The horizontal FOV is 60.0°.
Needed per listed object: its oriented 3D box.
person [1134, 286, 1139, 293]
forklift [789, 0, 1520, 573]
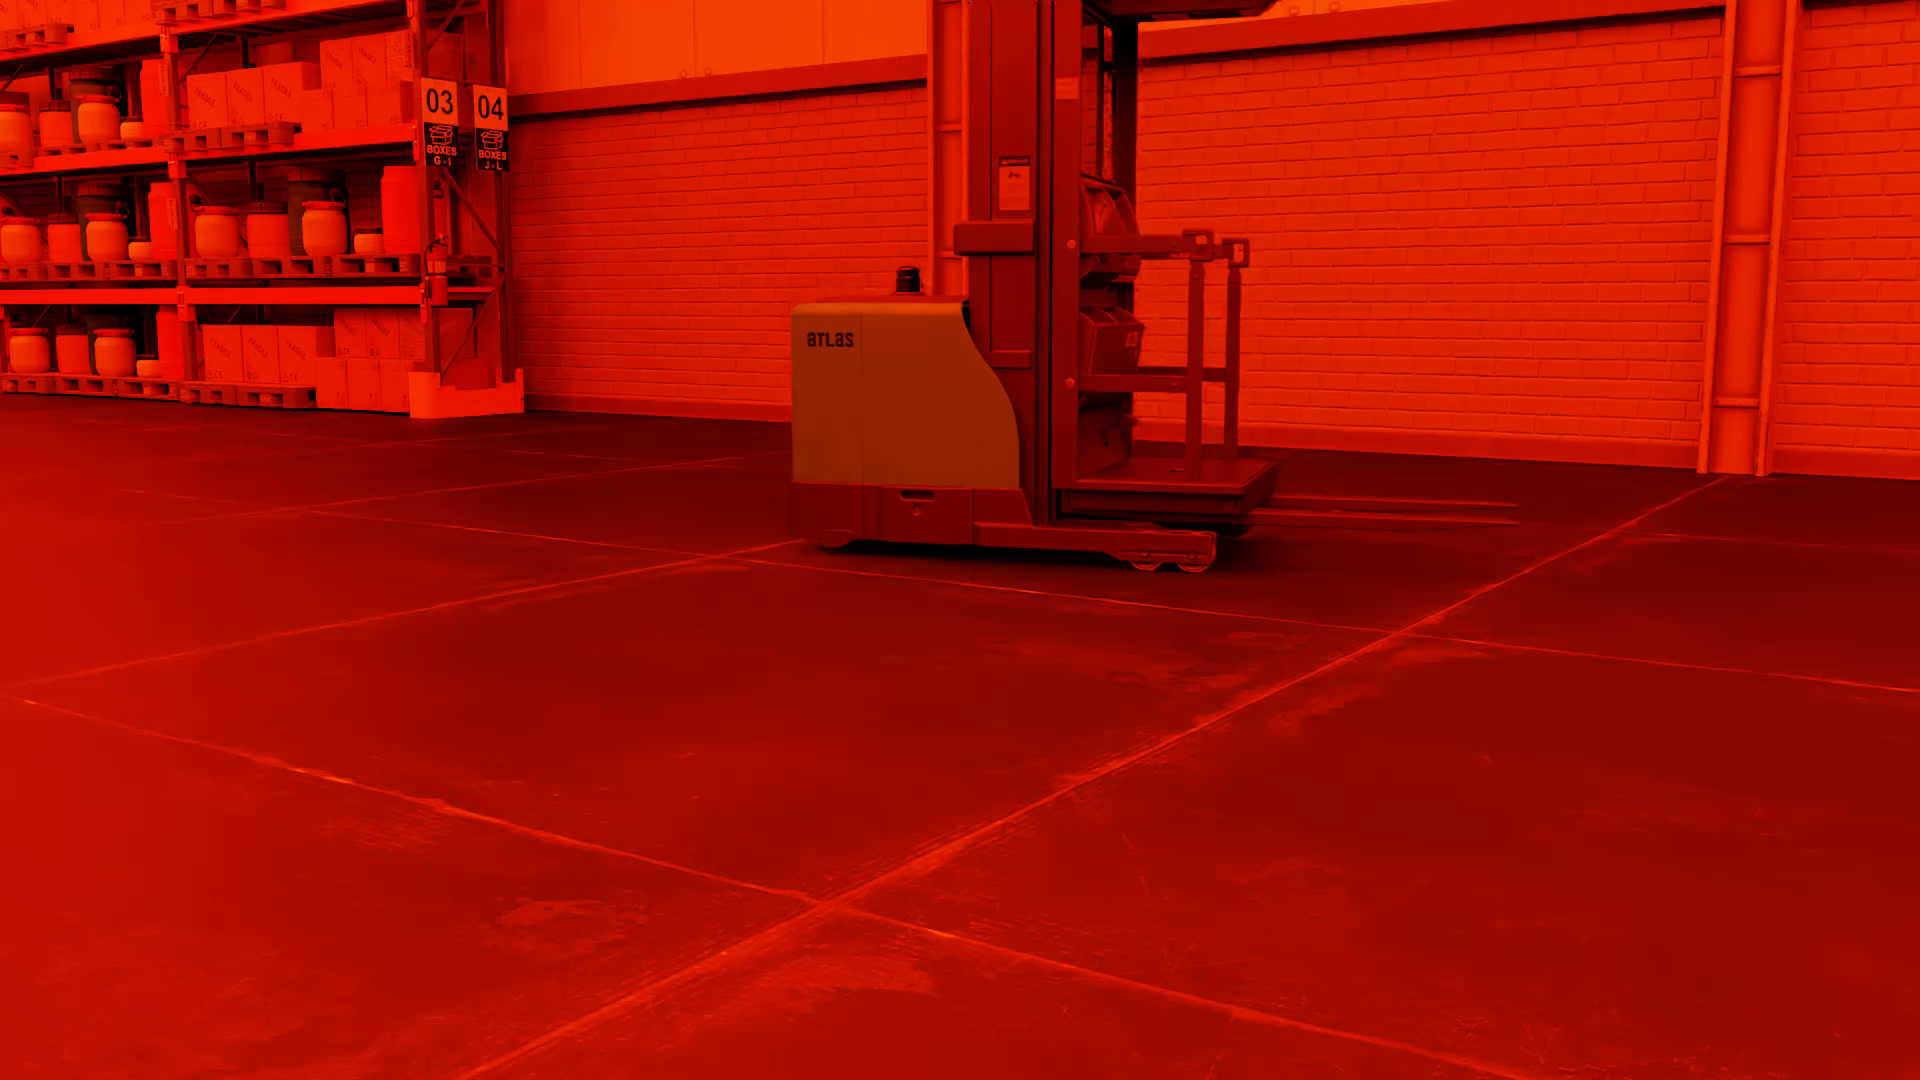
[{"bbox_3d":[0.522,-0.880,8.398,0.787,1.346,1.530,4,9,24],"label":"person"},{"bbox_3d":[0.831,-1.402,7.051,3.031,2.935,1.130,3,8,18],"label":"forklift"}]
